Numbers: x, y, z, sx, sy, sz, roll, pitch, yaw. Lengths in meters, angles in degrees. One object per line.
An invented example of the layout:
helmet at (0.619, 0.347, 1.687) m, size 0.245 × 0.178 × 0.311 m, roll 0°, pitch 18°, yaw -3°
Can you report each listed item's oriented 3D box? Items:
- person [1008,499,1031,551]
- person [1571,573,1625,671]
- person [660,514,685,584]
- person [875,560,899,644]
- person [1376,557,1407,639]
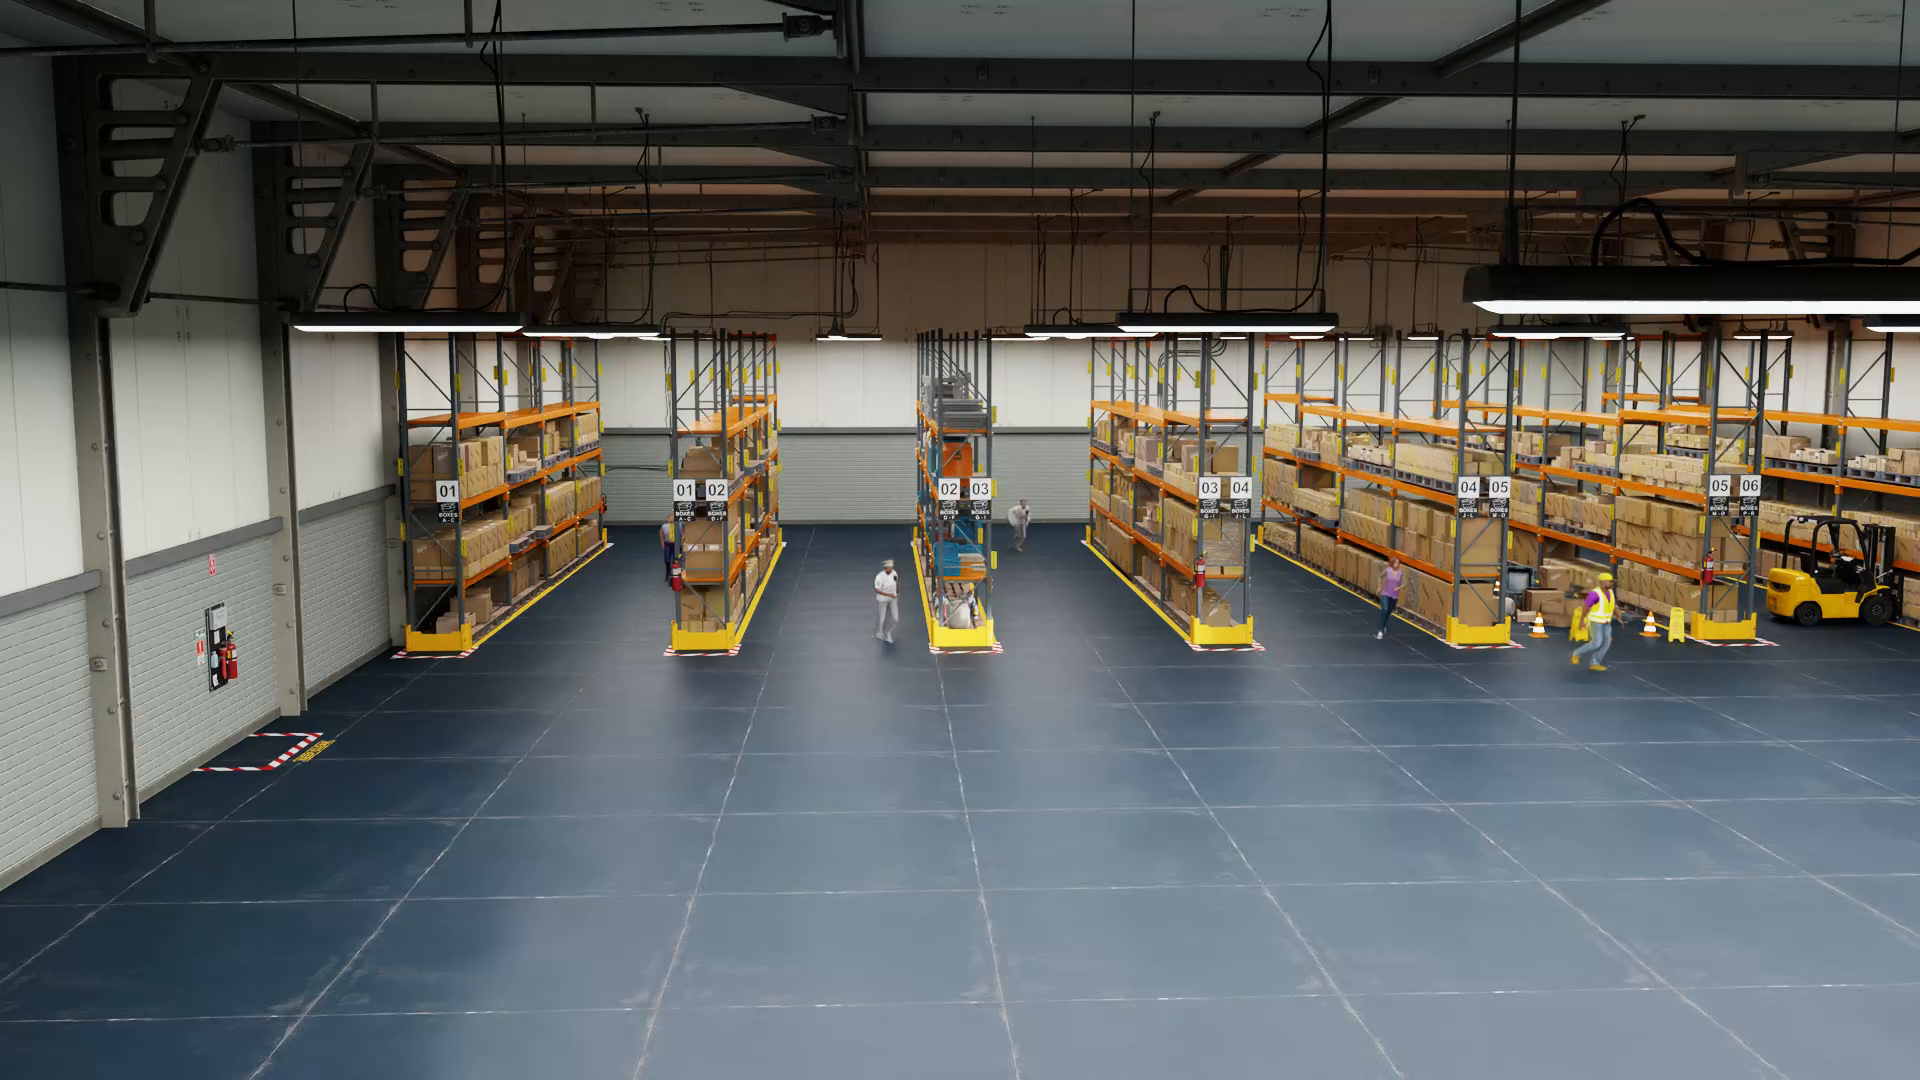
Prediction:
person at (1.634, -0.418, 46.016) m, size 0.633 × 1.488 × 0.801 m, roll -2°, pitch 7°, yaw -18°
person at (11.180, 1.427, 29.191) m, size 0.728 × 1.727 × 0.685 m, roll -4°, pitch 8°, yaw -32°
person at (-6.919, 0.219, 39.995) m, size 0.604 × 1.697 × 0.725 m, roll -1°, pitch 7°, yaw -5°
person at (-1.430, 1.168, 31.944) m, size 0.544 × 1.660 × 0.764 m, roll -3°, pitch 7°, yaw -22°
person at (8.392, 1.099, 32.414) m, size 0.578 × 1.552 × 0.872 m, roll 1°, pitch 7°, yaw 5°
